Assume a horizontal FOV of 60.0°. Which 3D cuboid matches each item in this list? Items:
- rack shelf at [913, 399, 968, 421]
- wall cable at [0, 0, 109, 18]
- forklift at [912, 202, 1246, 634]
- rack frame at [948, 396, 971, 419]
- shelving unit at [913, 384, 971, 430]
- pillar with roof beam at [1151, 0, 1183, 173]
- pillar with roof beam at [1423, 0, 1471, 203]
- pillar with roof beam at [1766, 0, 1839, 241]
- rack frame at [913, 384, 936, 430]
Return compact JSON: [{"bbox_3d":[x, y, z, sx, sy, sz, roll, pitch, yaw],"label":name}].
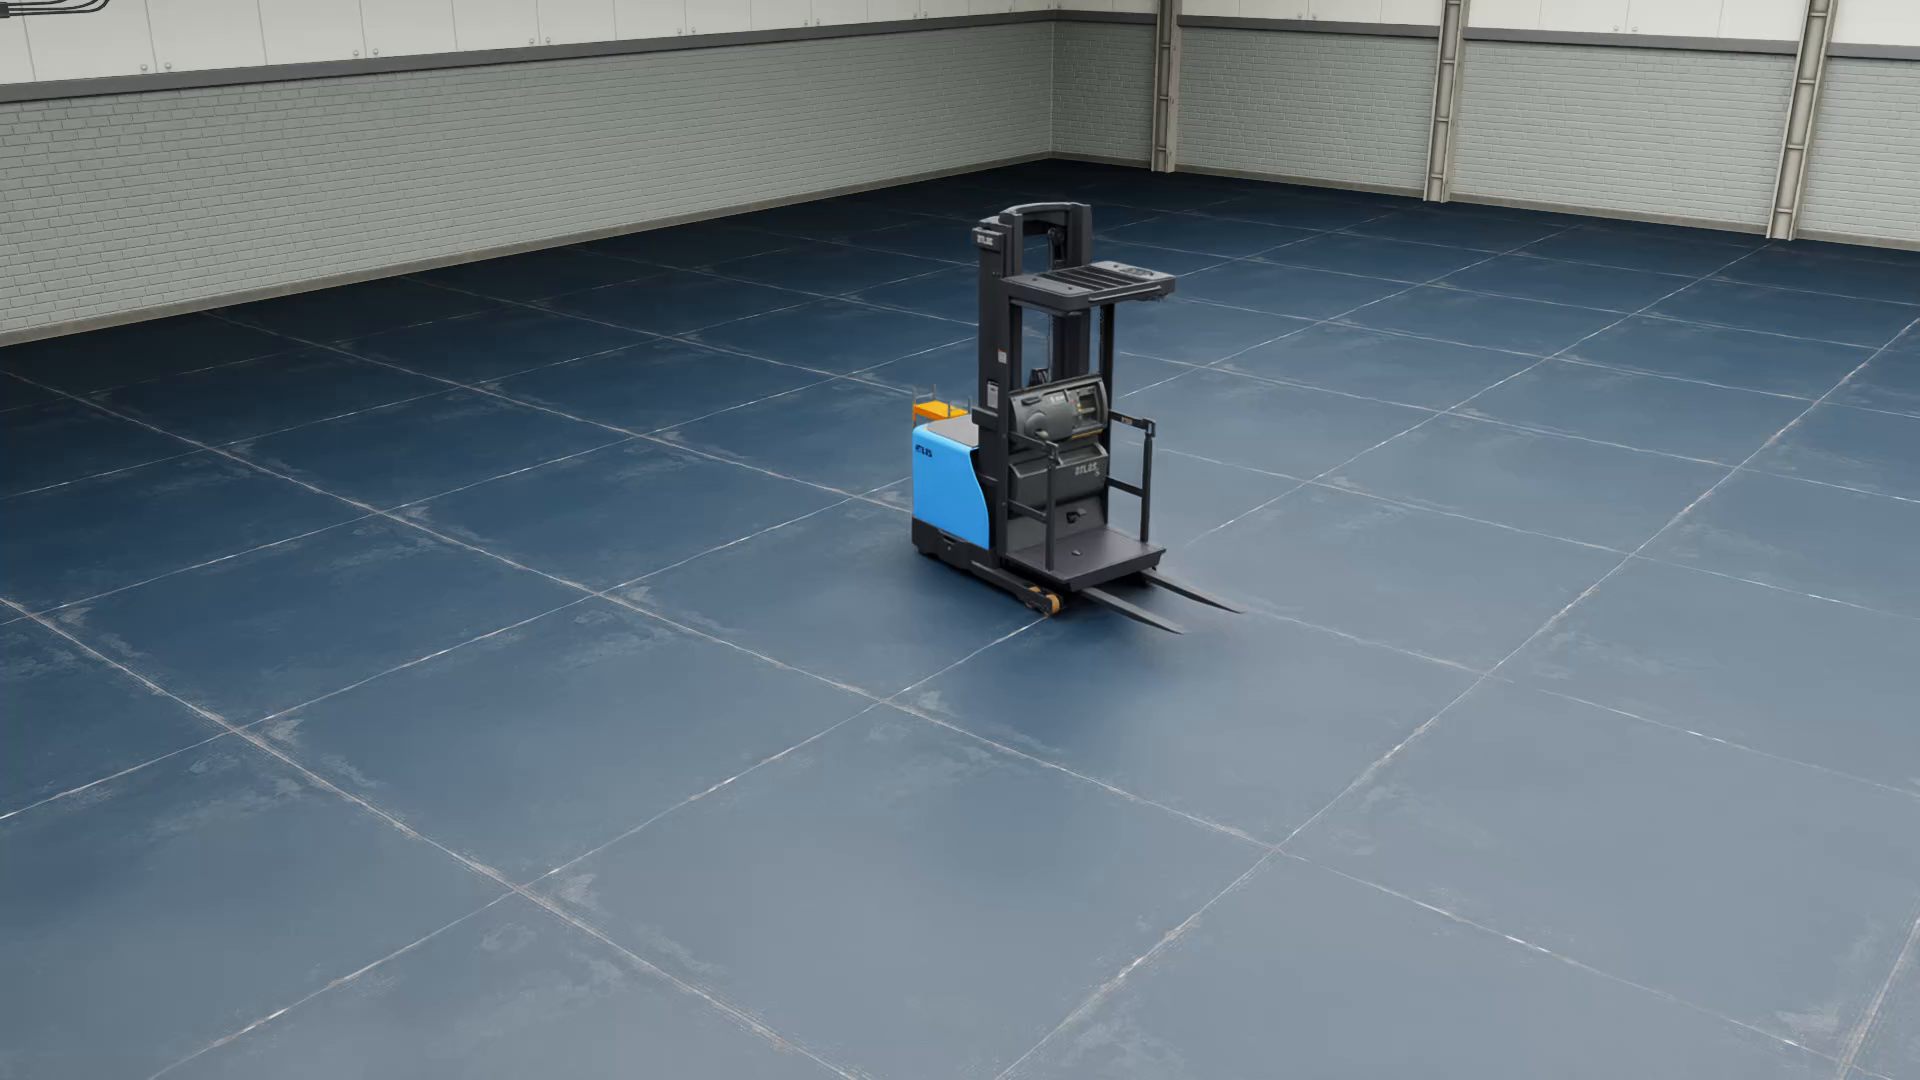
[{"bbox_3d":[-0.155,-1.054,14.152,0.258,0.148,0.480,-15,26,-35],"label":"rack shelf"},{"bbox_3d":[-11.142,-8.448,19.000,0.169,6.003,2.305,16,26,36],"label":"wall cable"},{"bbox_3d":[0.901,-0.991,12.644,1.130,2.935,3.031,-15,26,-35],"label":"forklift"},{"bbox_3d":[-0.005,-0.619,14.111,0.240,1.200,0.015,-15,26,-35],"label":"rack frame"},{"bbox_3d":[-0.155,-0.687,14.290,0.258,1.200,0.503,-15,26,-35],"label":"shelving unit"},{"bbox_3d":[1.484,-10.680,29.739,0.400,9.000,9.100,16,26,36],"label":"pillar with roof beam"},{"bbox_3d":[6.133,-9.342,26.190,0.400,9.000,9.100,16,26,36],"label":"pillar with roof beam"},{"bbox_3d":[10.781,-8.003,22.640,0.400,9.000,9.100,16,26,36],"label":"pillar with roof beam"},{"bbox_3d":[-0.306,-0.754,14.470,0.240,1.200,0.015,-15,26,-35],"label":"rack frame"}]
